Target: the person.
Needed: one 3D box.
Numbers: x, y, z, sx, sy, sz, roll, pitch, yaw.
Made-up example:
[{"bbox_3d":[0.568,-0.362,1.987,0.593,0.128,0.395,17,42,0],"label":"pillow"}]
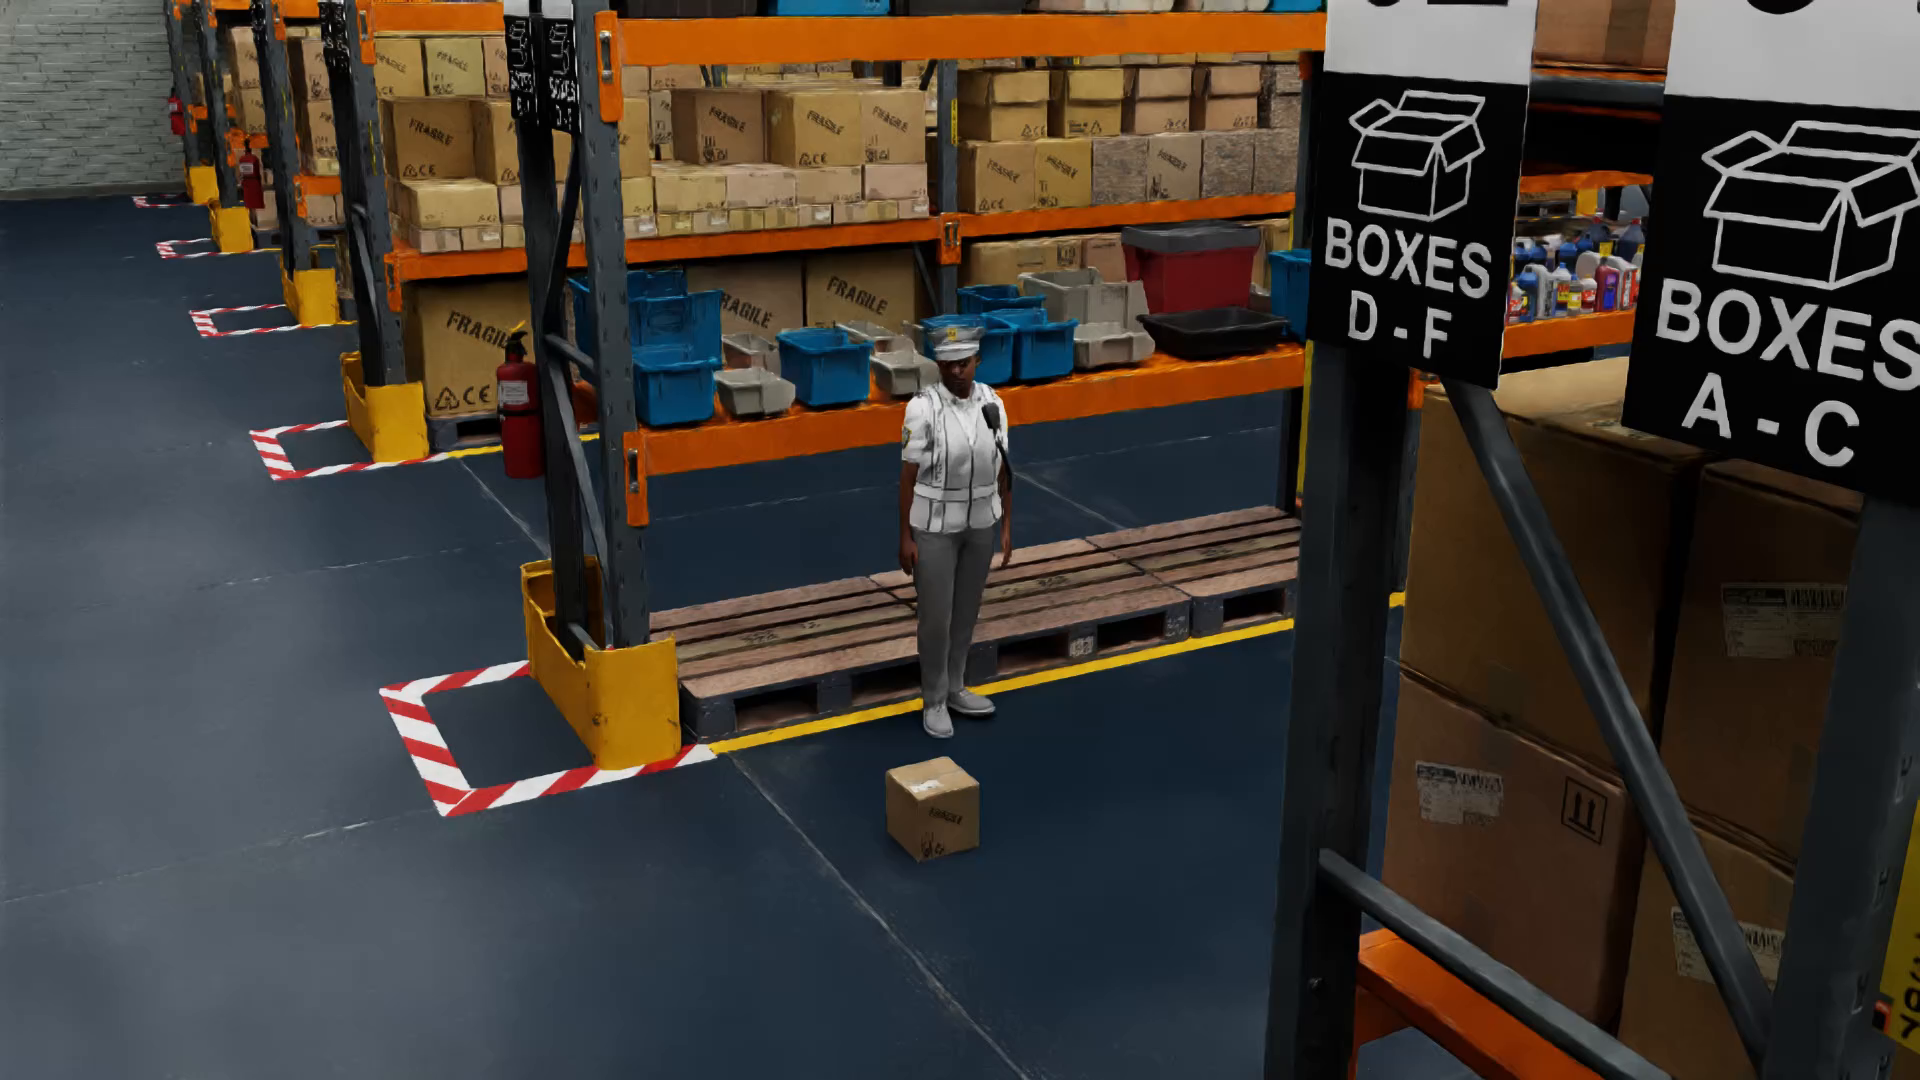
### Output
[{"bbox_3d":[-0.020,-0.046,6.664,0.482,1.690,0.392,-10,21,-28],"label":"person"}]
